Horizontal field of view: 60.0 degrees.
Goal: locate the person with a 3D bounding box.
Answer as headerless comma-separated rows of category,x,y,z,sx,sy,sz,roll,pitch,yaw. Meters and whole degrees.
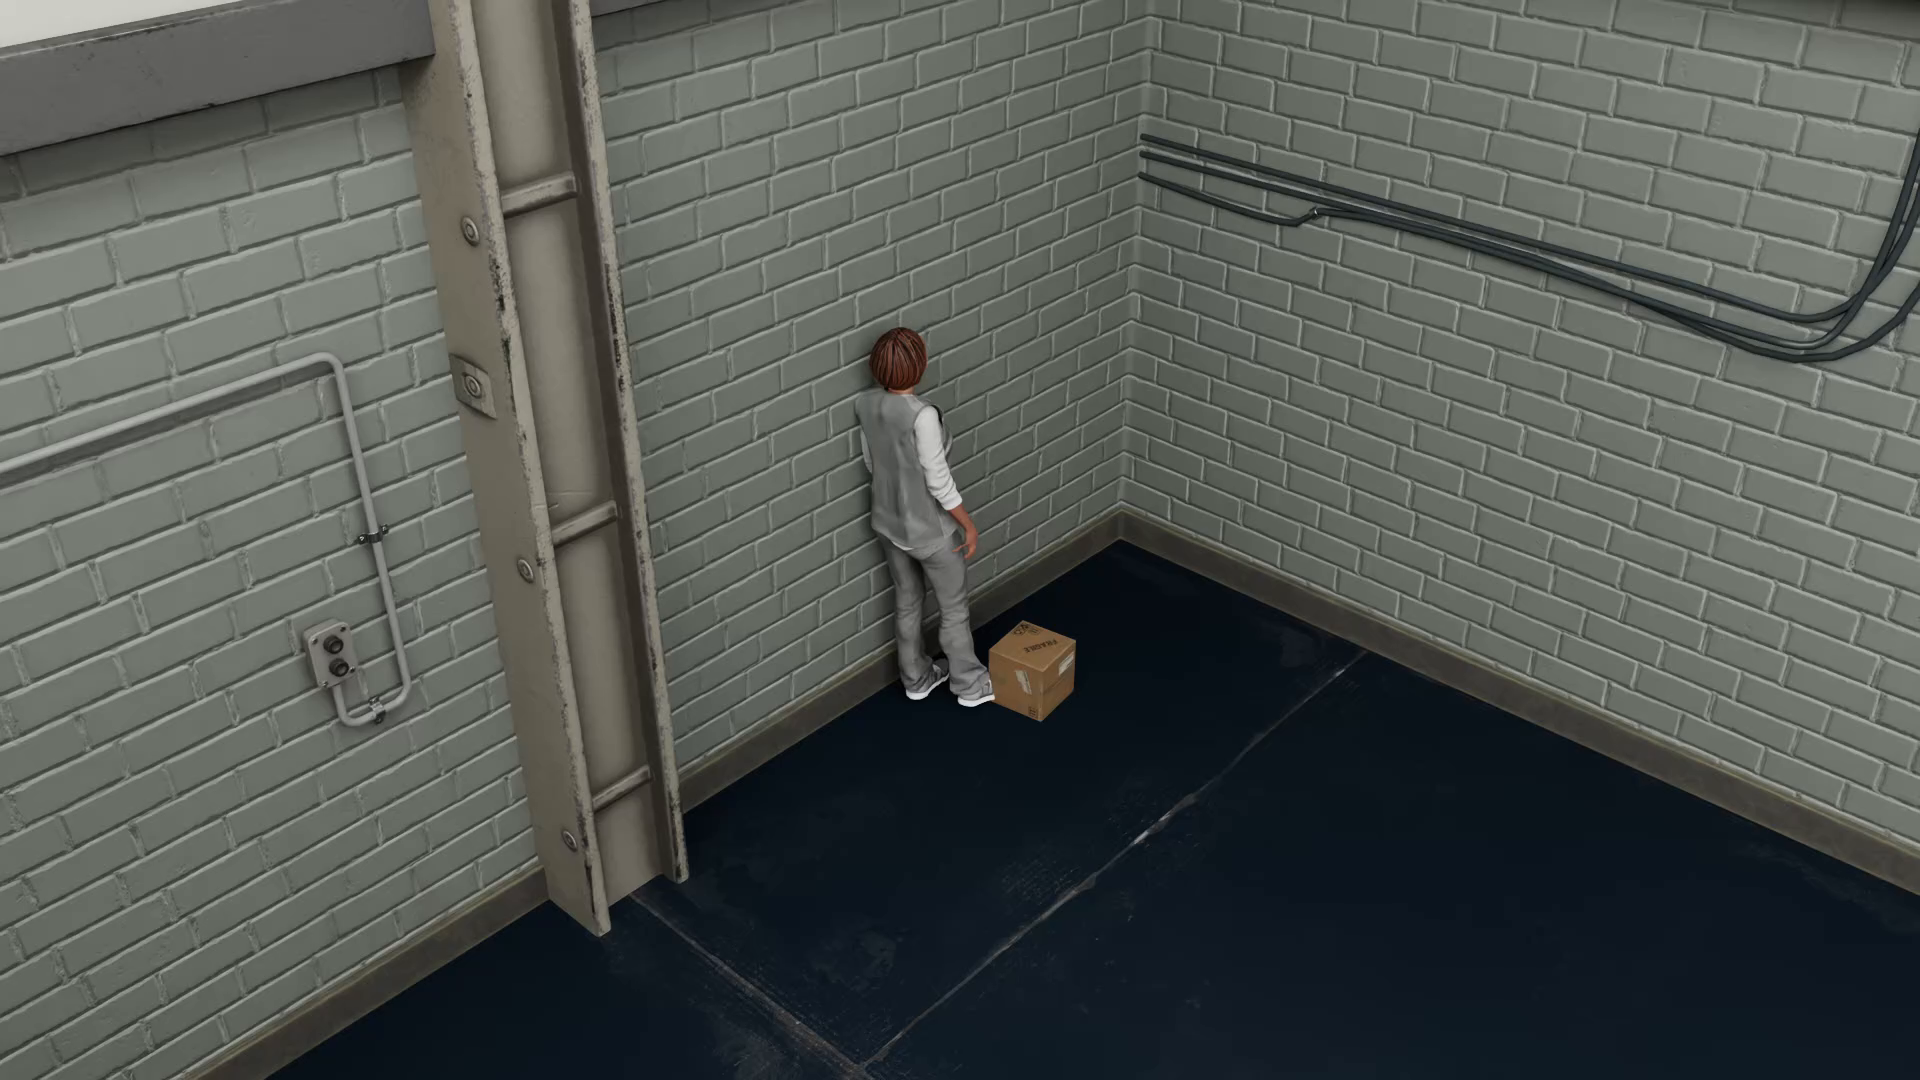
person,-0.105,-0.084,6.264,0.521,1.597,0.474,26,40,35
